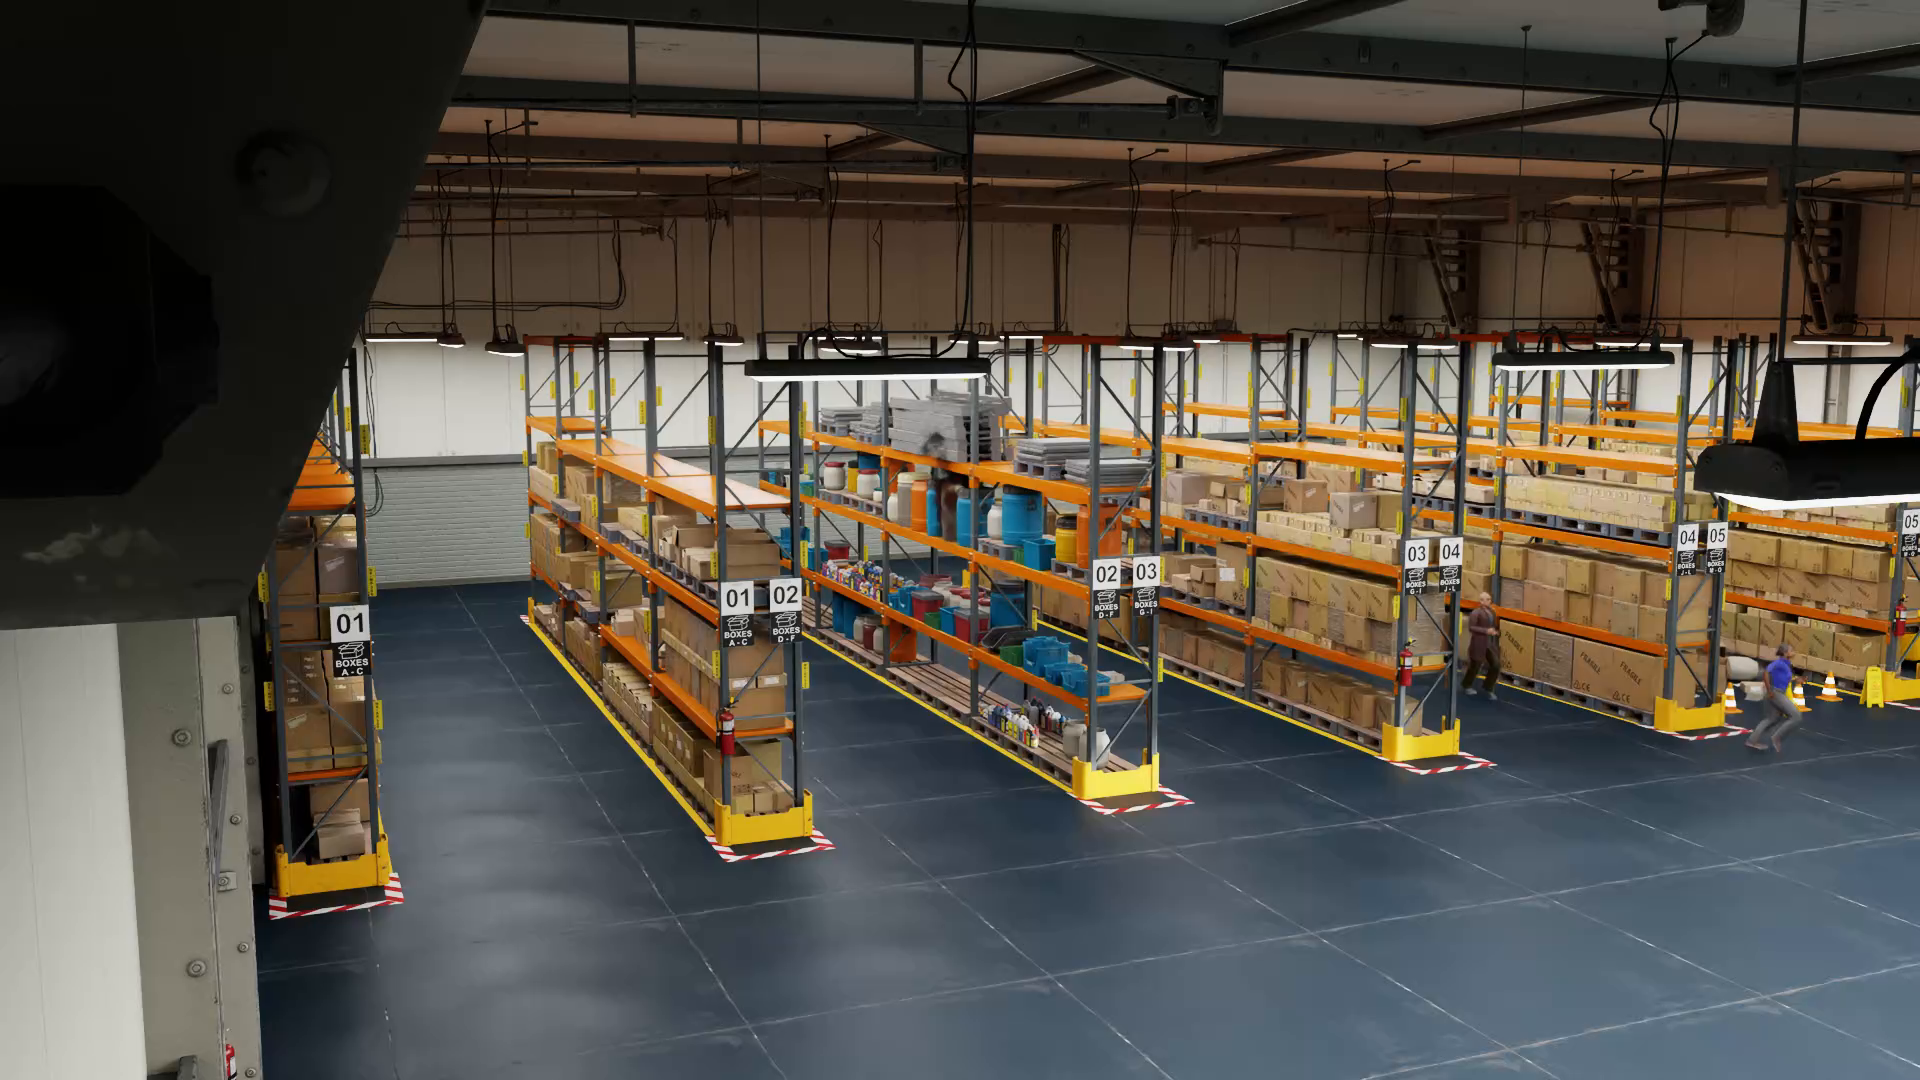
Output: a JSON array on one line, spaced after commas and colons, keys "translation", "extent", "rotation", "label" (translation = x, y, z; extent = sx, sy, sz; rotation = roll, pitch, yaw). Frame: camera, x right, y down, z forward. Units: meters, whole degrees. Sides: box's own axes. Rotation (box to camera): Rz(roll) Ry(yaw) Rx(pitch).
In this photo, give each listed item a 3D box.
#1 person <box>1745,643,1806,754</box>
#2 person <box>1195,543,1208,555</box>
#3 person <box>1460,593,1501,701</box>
[{"translation": [11.909, 2.306, 24.250], "extent": [0.751, 1.630, 0.554], "rotation": [3, 8, 22], "label": "person"}, {"translation": [6.033, -0.140, 42.265], "extent": [0.922, 1.696, 0.614], "rotation": [-6, 9, -36], "label": "person"}, {"translation": [8.703, 1.877, 27.746], "extent": [0.689, 1.634, 0.832], "rotation": [-4, 9, -29], "label": "person"}]
